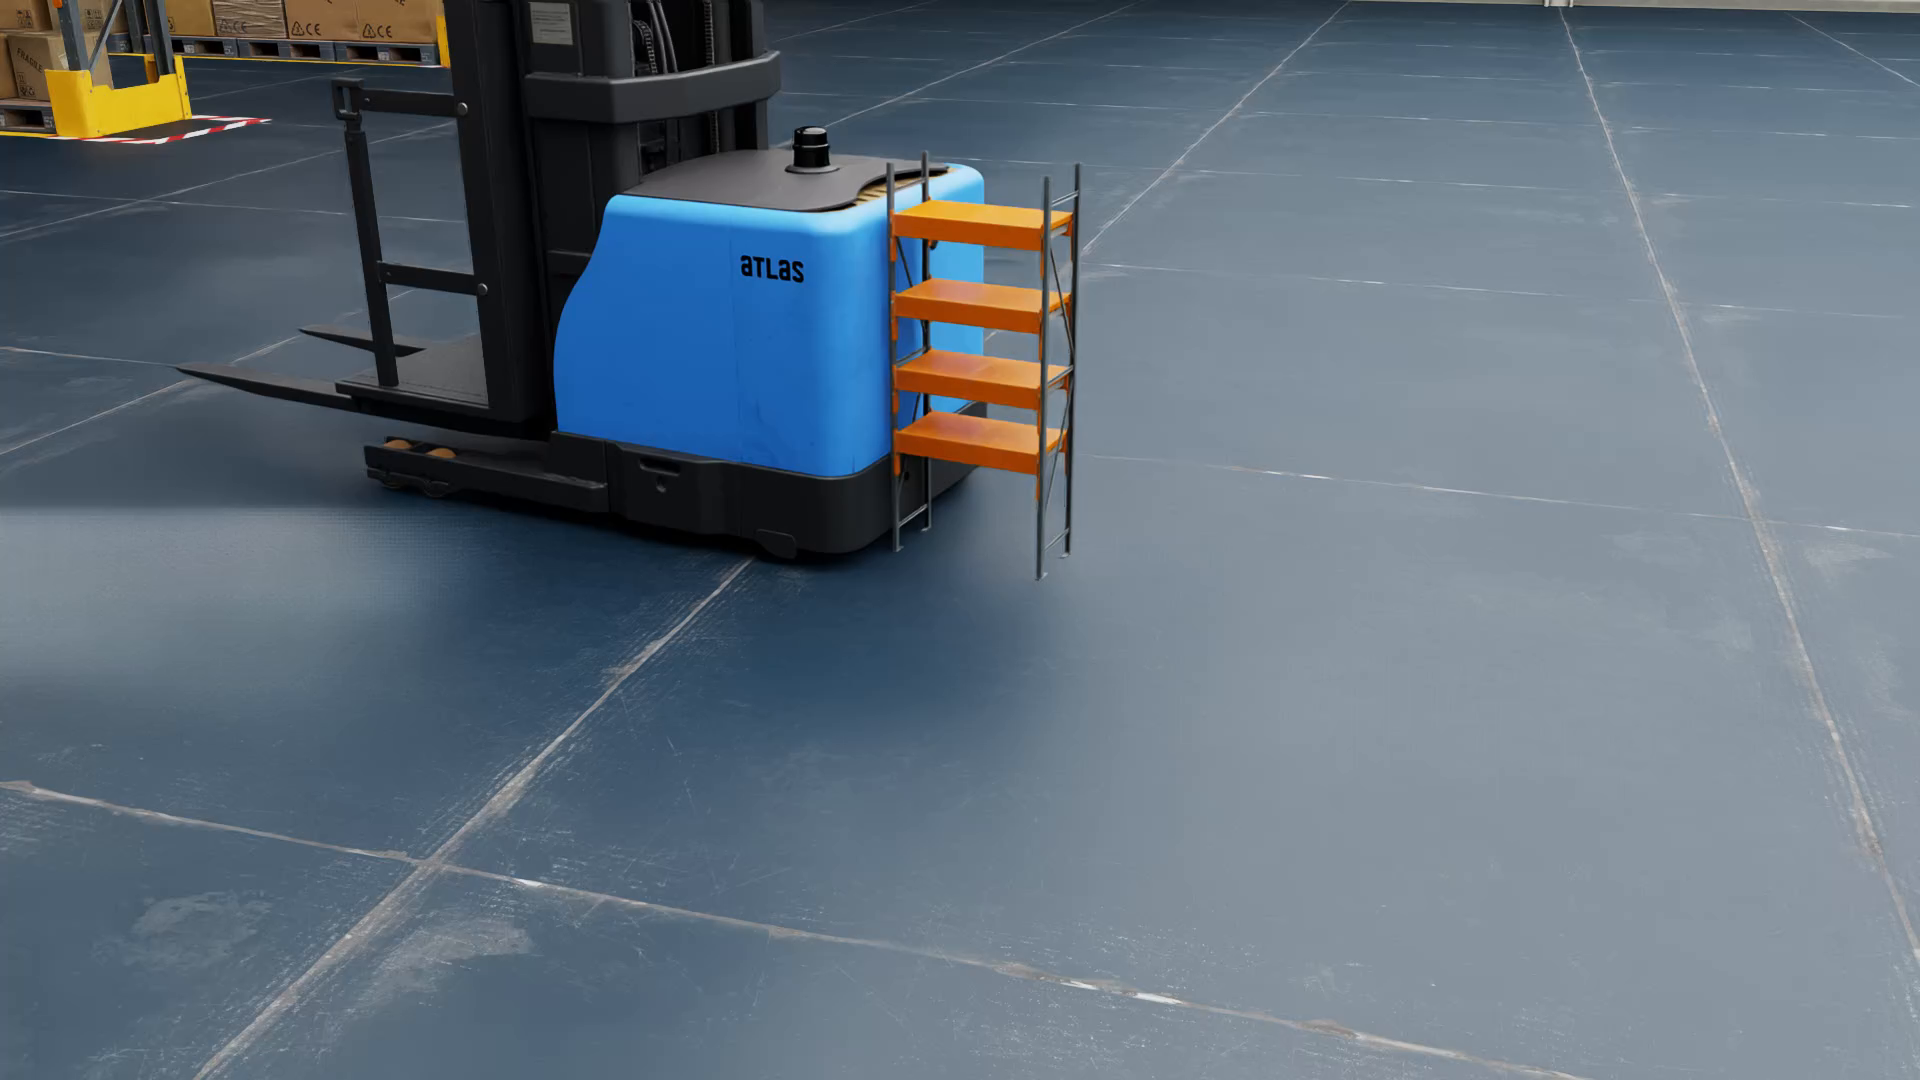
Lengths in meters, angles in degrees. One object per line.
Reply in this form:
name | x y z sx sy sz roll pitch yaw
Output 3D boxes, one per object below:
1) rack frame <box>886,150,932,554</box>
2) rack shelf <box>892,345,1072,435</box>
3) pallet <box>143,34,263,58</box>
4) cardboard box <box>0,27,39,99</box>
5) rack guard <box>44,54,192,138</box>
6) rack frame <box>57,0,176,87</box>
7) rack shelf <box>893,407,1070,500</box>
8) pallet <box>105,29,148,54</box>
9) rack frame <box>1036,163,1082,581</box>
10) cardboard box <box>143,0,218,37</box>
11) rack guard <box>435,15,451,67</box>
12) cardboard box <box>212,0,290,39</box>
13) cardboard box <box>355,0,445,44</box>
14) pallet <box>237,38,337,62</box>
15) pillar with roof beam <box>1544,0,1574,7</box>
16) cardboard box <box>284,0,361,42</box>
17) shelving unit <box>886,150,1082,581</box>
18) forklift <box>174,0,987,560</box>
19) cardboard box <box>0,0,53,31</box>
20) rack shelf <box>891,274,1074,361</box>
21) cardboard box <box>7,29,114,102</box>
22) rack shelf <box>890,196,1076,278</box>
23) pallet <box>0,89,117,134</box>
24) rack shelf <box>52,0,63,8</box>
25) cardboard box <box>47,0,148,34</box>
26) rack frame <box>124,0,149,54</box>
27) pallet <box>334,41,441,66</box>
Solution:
rack frame | -0.151 -0.555 5.041 0.015 1.200 0.240 11 25 24
rack shelf | 0.068 -0.452 4.967 0.480 0.148 0.258 11 25 24
pallet | -8.222 -5.533 18.480 1.213 0.211 1.003 7 23 15
cardboard box | -7.802 -3.870 13.493 0.500 0.500 0.500 13 26 29
rack guard | -6.700 -3.557 13.282 0.348 0.500 1.175 7 23 16
rack frame | -6.627 -4.705 12.788 0.127 3.000 1.000 7 23 16
rack shelf | 0.068 -0.268 5.043 0.480 0.148 0.258 11 25 24
pallet | -9.688 -5.702 18.892 1.213 0.211 1.003 7 23 16
rack frame | 0.288 -0.473 4.843 0.015 1.200 0.240 11 25 24
cardboard box | -8.345 -6.051 18.316 0.875 0.875 0.875 7 23 16
rack guard | -5.075 -5.337 17.622 0.348 0.500 1.175 7 23 16
cardboard box | -7.481 -5.954 18.079 0.875 0.875 0.875 7 23 16
cardboard box | -5.766 -5.758 17.600 0.875 0.875 0.875 7 23 16
pallet | -7.050 -5.400 18.155 1.213 0.211 1.003 7 23 15
pillar with roof beam | 7.504 -10.409 18.789 0.400 9.000 9.100 7 23 16
cardboard box | -6.609 -5.853 17.833 0.875 0.875 0.875 6 23 15
shelving unit | 0.068 -0.514 4.942 0.503 1.200 0.258 11 25 24
forklift | -1.462 -1.665 5.467 3.031 2.935 1.130 11 25 24
cardboard box | -10.470 -6.230 18.918 0.750 0.750 1.050 7 23 15
rack shelf | 0.068 -0.659 4.882 0.480 0.148 0.258 11 25 24
cardboard box | -7.220 -3.817 13.364 0.500 0.500 0.500 11 25 25
rack shelf | 0.068 -0.877 4.793 0.480 0.148 0.258 11 25 24
pallet | -7.468 -3.525 13.586 1.213 0.211 1.003 7 23 16
rack shelf | -8.542 -4.591 13.459 4.000 0.370 1.077 7 23 16
cardboard box | -9.548 -6.123 18.656 0.750 0.750 1.050 6 23 15
rack frame | -8.927 -6.934 18.223 0.127 3.000 1.000 7 23 16
pallet | -5.886 -5.265 17.828 1.213 0.211 1.003 7 23 15
